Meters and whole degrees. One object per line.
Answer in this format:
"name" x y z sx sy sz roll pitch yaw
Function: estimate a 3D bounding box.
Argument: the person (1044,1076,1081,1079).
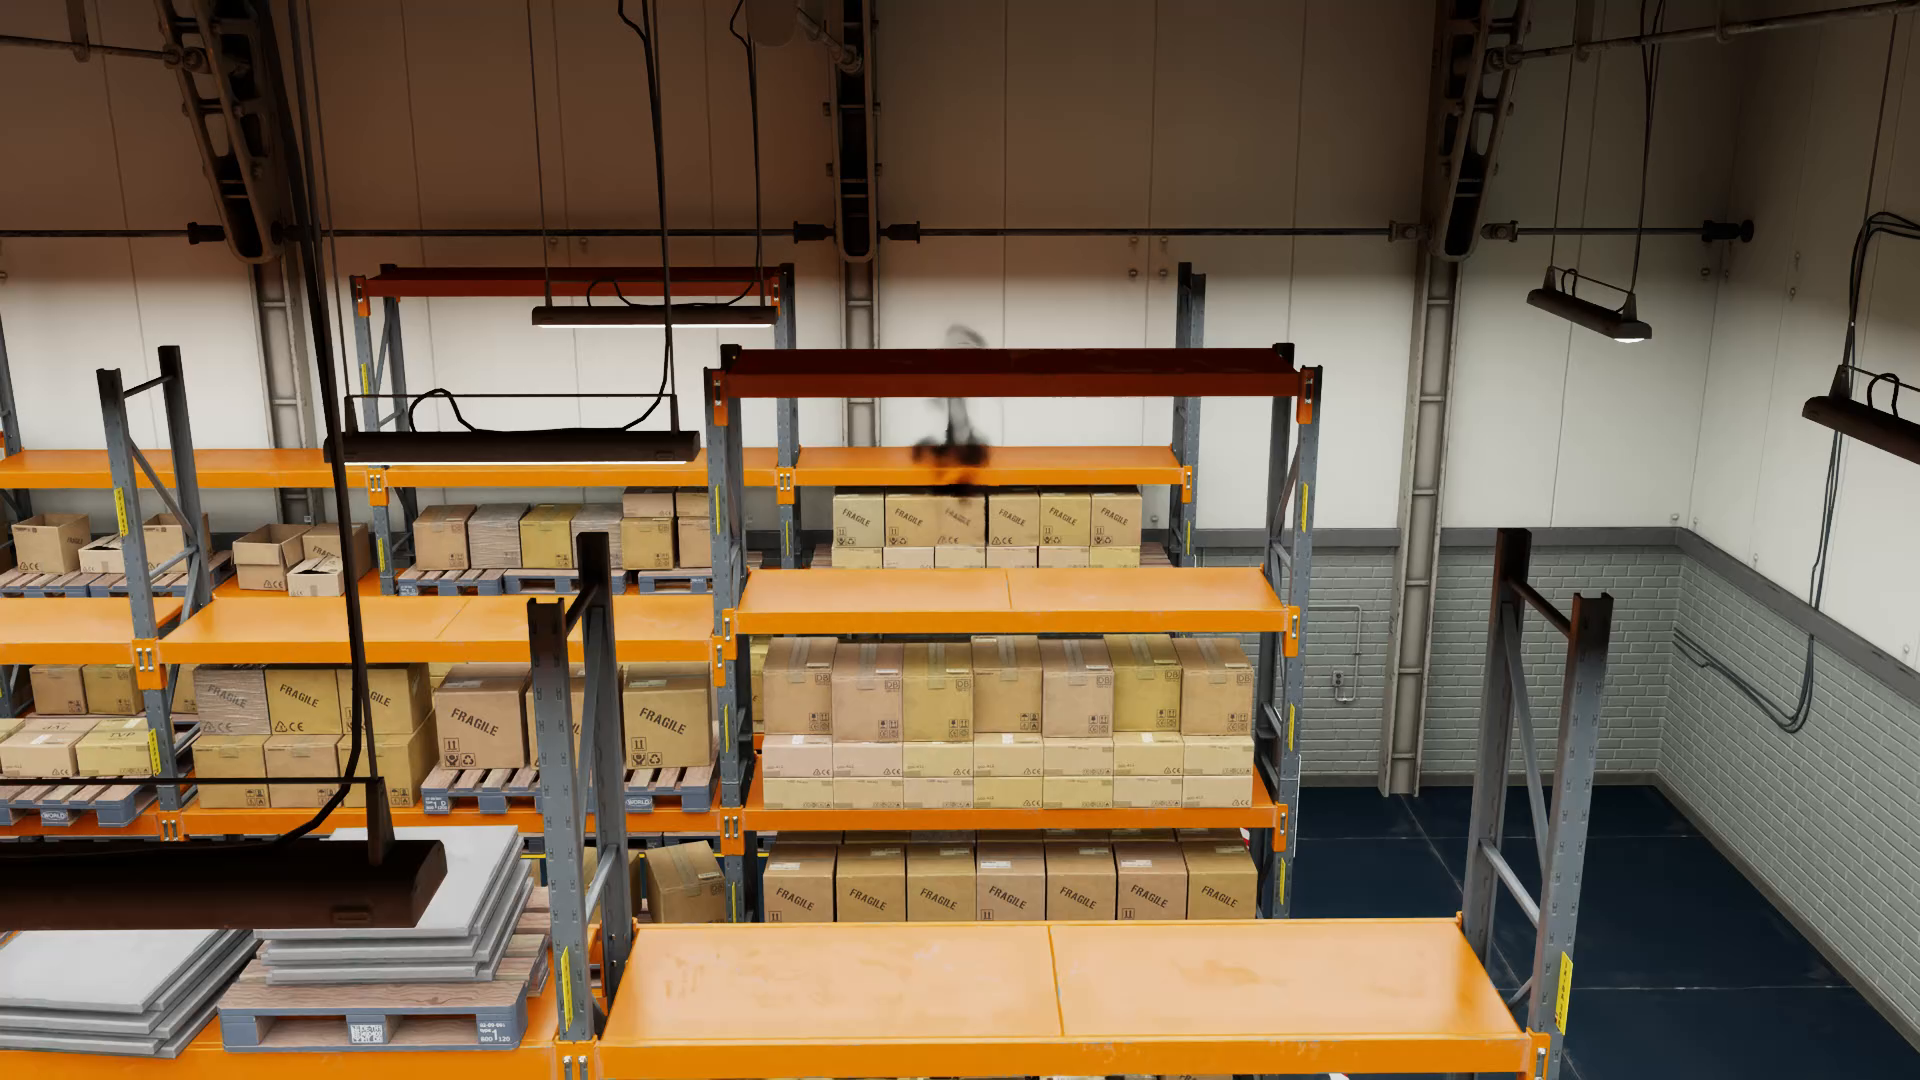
"person" 0.684 4.204 11.049 0.617 1.737 0.698 -4 17 -14
